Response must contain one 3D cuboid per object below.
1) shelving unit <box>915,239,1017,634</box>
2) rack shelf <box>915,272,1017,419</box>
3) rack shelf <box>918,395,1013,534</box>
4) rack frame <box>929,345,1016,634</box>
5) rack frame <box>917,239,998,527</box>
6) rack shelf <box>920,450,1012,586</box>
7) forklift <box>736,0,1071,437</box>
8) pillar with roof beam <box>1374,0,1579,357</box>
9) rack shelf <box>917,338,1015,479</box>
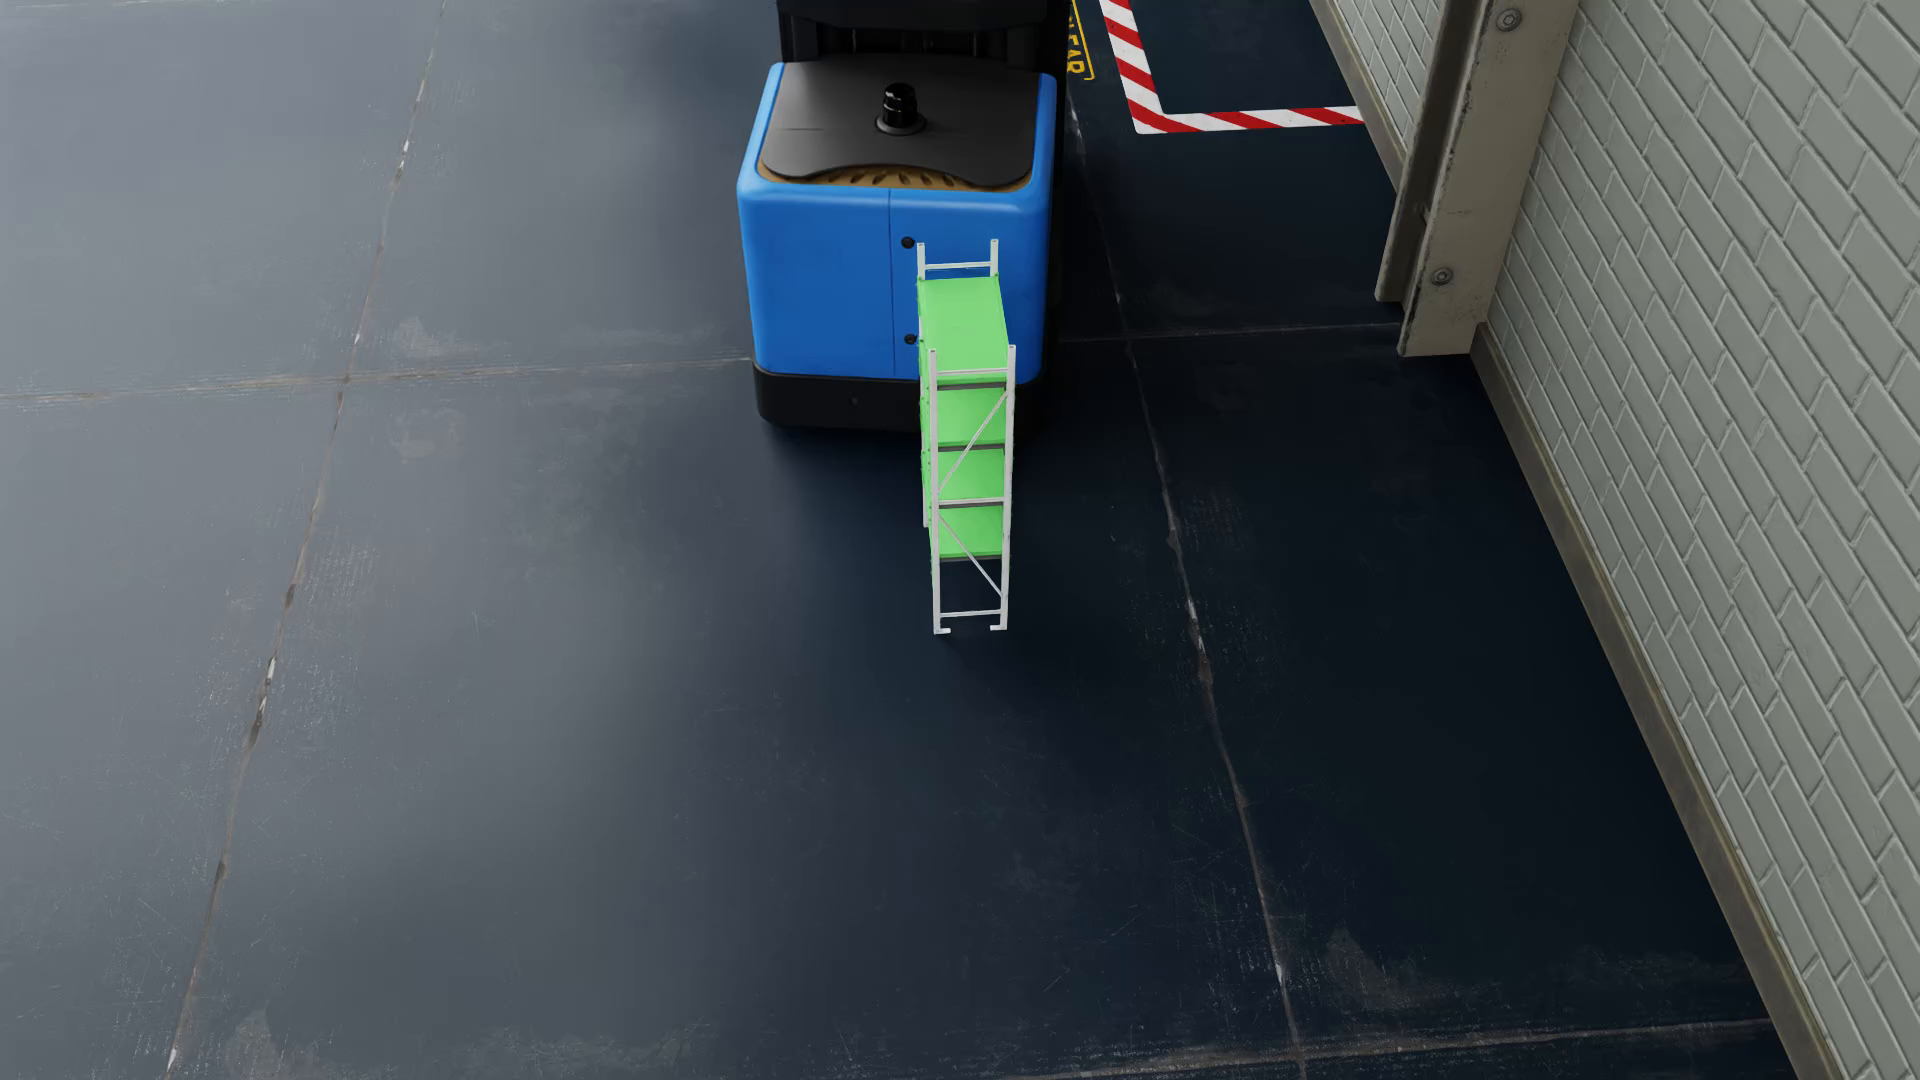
[{"bbox_3d":[0.014,-0.293,5.201,0.258,1.200,0.503,-3,47,-3],"label":"shelving unit"},{"bbox_3d":[0.014,-0.579,4.899,0.258,0.148,0.480,-3,47,-3],"label":"rack shelf"},{"bbox_3d":[0.014,-0.249,5.247,0.258,0.148,0.480,-3,47,-3],"label":"rack shelf"},{"bbox_3d":[0.034,-0.116,5.034,0.240,1.200,0.015,-3,47,-3],"label":"rack frame"},{"bbox_3d":[-0.007,-0.469,5.368,0.240,1.200,0.015,-3,47,-3],"label":"rack frame"},{"bbox_3d":[0.014,-0.084,5.422,0.258,0.148,0.480,-3,47,-3],"label":"rack shelf"},{"bbox_3d":[-0.114,-2.448,6.050,1.130,2.935,3.031,3,47,3],"label":"forklift"},{"bbox_3d":[-2.454,-3.693,3.050,9.100,9.000,0.400,-3,47,-3],"label":"pillar with roof beam"},{"bbox_3d":[0.014,-0.414,5.073,0.258,0.148,0.480,-3,47,-3],"label":"rack shelf"}]
